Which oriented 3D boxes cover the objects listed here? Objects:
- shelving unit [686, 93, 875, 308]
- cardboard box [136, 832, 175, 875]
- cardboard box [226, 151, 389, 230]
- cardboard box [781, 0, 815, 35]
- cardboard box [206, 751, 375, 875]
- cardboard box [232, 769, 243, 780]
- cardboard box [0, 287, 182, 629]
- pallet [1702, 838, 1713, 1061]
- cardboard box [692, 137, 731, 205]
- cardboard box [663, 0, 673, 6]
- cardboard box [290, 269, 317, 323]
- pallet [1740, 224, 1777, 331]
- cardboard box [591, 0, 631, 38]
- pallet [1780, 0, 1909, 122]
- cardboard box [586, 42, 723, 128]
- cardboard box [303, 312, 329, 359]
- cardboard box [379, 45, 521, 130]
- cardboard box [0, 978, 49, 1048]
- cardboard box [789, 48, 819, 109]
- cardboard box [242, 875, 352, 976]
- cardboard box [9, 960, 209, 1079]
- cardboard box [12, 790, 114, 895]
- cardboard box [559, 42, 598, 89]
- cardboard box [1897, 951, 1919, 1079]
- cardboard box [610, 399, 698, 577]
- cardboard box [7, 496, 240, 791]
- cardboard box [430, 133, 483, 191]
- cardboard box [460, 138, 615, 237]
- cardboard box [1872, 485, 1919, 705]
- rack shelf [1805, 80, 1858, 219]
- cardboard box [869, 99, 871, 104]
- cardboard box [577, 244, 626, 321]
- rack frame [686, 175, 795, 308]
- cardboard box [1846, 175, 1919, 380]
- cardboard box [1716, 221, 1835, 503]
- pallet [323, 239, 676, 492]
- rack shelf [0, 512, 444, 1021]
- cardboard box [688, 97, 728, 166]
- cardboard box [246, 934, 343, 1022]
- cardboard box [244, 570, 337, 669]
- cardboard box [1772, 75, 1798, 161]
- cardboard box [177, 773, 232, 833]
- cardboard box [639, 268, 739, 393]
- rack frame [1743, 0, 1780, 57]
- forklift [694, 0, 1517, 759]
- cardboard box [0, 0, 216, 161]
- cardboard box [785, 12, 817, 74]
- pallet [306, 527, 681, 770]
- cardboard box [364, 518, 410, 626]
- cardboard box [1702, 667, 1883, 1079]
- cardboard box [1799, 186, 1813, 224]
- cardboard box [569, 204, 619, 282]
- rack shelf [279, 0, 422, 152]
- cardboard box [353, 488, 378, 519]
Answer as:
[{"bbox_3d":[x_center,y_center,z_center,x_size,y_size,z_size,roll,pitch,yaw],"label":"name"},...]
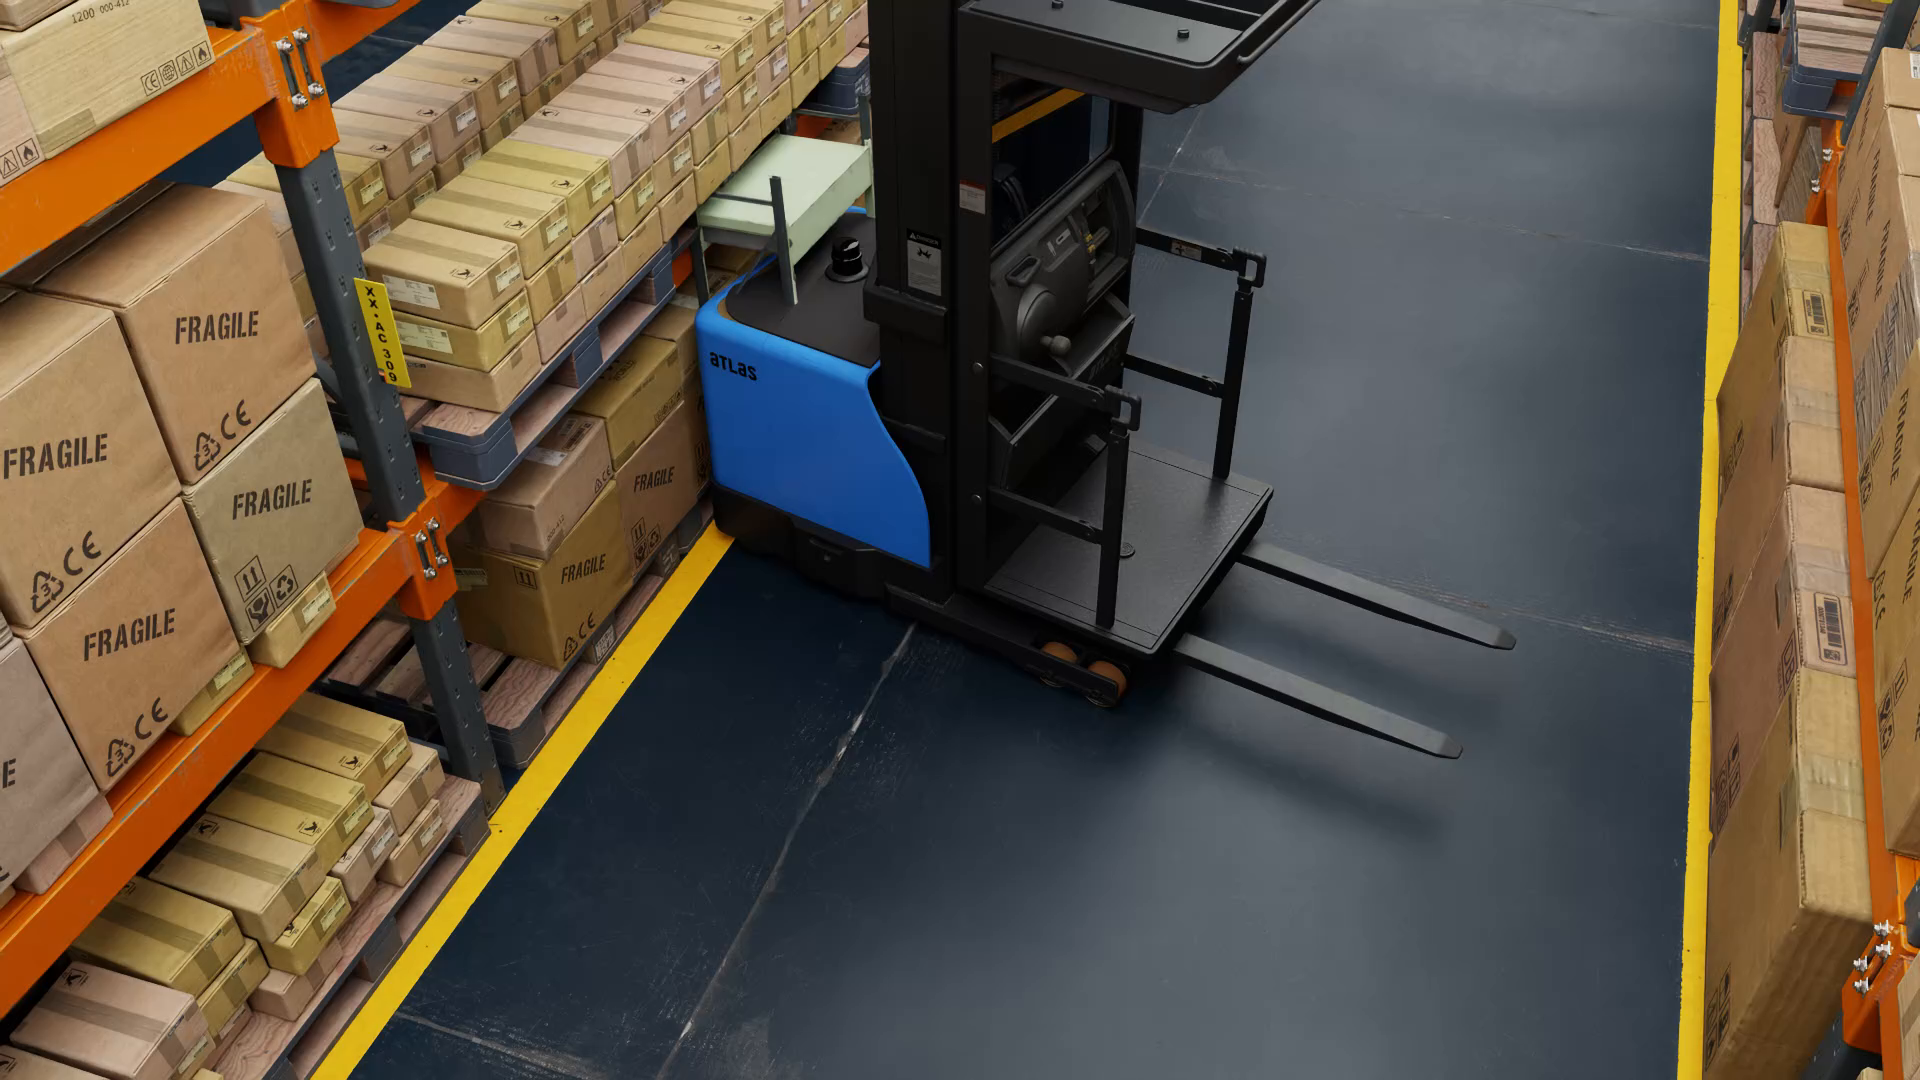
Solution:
[{"bbox_3d":[-0.645,-0.920,6.545,0.431,1.500,0.755,12,41,18],"label":"shelving unit"},{"bbox_3d":[-2.549,0.850,4.858,0.380,0.149,0.250,13,42,14],"label":"cardboard box"},{"bbox_3d":[-2.001,-1.076,5.111,0.380,0.149,0.250,12,42,14],"label":"cardboard box"},{"bbox_3d":[-0.769,-2.041,6.242,0.380,0.149,0.250,13,42,15],"label":"cardboard box"},{"bbox_3d":[-1.973,0.805,4.910,0.380,0.149,0.250,14,42,16],"label":"cardboard box"},{"bbox_3d":[-2.473,0.743,5.441,0.380,0.149,0.250,12,42,13],"label":"cardboard box"},{"bbox_3d":[-2.125,-0.201,3.598,0.500,0.500,0.500,12,42,14],"label":"cardboard box"},{"bbox_3d":[2.773,1.403,4.943,1.003,0.211,1.213,13,42,15],"label":"pallet"},{"bbox_3d":[-1.038,-1.333,5.871,0.380,0.149,0.250,13,42,14],"label":"cardboard box"},{"bbox_3d":[-1.297,-2.216,6.678,0.380,0.149,0.250,13,42,15],"label":"cardboard box"},{"bbox_3d":[-2.096,-0.797,5.014,0.380,0.149,0.250,15,43,16],"label":"cardboard box"},{"bbox_3d":[4.217,-1.026,7.790,1.003,0.211,1.213,13,42,15],"label":"pallet"},{"bbox_3d":[-1.466,-2.022,6.221,0.380,0.149,0.250,15,43,16],"label":"cardboard box"},{"bbox_3d":[4.092,-1.995,6.926,1.213,0.211,1.003,13,42,15],"label":"pallet"},{"bbox_3d":[-1.038,-1.550,5.668,0.380,0.149,0.250,15,43,17],"label":"cardboard box"},{"bbox_3d":[-2.096,-0.683,5.110,0.380,0.149,0.250,12,42,14],"label":"cardboard box"},{"bbox_3d":[-1.734,-1.542,5.658,0.380,0.149,0.250,12,42,14],"label":"cardboard box"},{"bbox_3d":[-2.734,1.286,4.575,0.380,0.149,0.250,15,43,17],"label":"cardboard box"},{"bbox_3d":[-0.769,-1.810,6.431,0.380,0.149,0.250,12,42,13],"label":"cardboard box"},{"bbox_3d":[-2.011,1.076,4.821,0.380,0.149,0.250,12,42,14],"label":"cardboard box"},{"bbox_3d":[-2.220,1.285,4.347,0.380,0.149,0.250,11,42,13],"label":"cardboard box"},{"bbox_3d":[-2.233,0.644,3.878,0.380,0.149,0.250,12,42,13],"label":"cardboard box"},{"bbox_3d":[-1.560,-1.749,6.129,0.380,0.149,0.250,15,43,17],"label":"cardboard box"},{"bbox_3d":[2.166,1.032,3.423,0.380,0.149,0.250,13,42,15],"label":"cardboard box"},{"bbox_3d":[-1.365,-0.257,6.342,0.500,0.500,0.500,15,43,17],"label":"cardboard box"},{"bbox_3d":[-2.125,0.190,3.910,0.500,0.500,0.500,12,42,14],"label":"cardboard box"},{"bbox_3d":[-1.830,-1.276,5.576,0.380,0.149,0.250,12,42,14],"label":"cardboard box"},{"bbox_3d":[-1.300,-1.089,5.127,0.380,0.149,0.250,14,42,15],"label":"cardboard box"},{"bbox_3d":[2.659,0.145,4.192,0.500,0.500,0.500,15,43,16],"label":"cardboard box"},{"bbox_3d":[4.632,-2.556,7.989,1.077,0.370,4.000,13,42,15],"label":"rack shelf"},{"bbox_3d":[-0.386,-2.428,8.695,1.050,0.750,0.750,13,42,14],"label":"cardboard box"},{"bbox_3d":[-1.301,-0.857,5.314,0.380,0.149,0.250,14,42,15],"label":"cardboard box"},{"bbox_3d":[-0.782,-0.705,6.282,0.400,1.500,0.023,12,41,18],"label":"rack frame"},{"bbox_3d":[3.180,-0.784,5.281,0.500,0.500,0.500,13,42,14],"label":"cardboard box"},{"bbox_3d":[3.692,-0.545,6.392,1.225,0.875,0.875,11,42,13],"label":"cardboard box"},{"bbox_3d":[-1.648,-0.694,5.400,1.003,0.211,1.213,13,42,15],"label":"pallet"},{"bbox_3d":[-2.730,1.161,3.633,1.077,0.370,4.000,13,42,15],"label":"rack shelf"},{"bbox_3d":[-1.035,-1.450,5.779,0.380,0.149,0.250,13,42,14],"label":"cardboard box"},{"bbox_3d":[-2.057,1.222,4.879,0.380,0.149,0.250,12,42,14],"label":"cardboard box"},{"bbox_3d":[-1.910,0.170,4.433,0.380,0.149,0.250,12,42,14],"label":"cardboard box"},{"bbox_3d":[4.714,-2.269,8.685,0.700,0.500,0.500,10,41,11],"label":"cardboard box"},{"bbox_3d":[-2.473,0.803,5.142,0.380,0.149,0.250,14,42,15],"label":"cardboard box"},{"bbox_3d":[-1.187,-0.855,6.465,0.500,0.250,0.500,15,43,17],"label":"cardboard box"},{"bbox_3d":[5.316,-4.050,9.186,1.000,3.000,0.127,13,42,15],"label":"rack frame"},{"bbox_3d":[0.536,-0.906,5.554,3.031,2.935,1.130,21,45,23],"label":"forklift"},{"bbox_3d":[-1.960,-1.058,3.483,0.500,0.250,0.500,14,42,16],"label":"cardboard box"},{"bbox_3d":[-0.770,-1.920,6.330,0.380,0.149,0.250,13,42,15],"label":"cardboard box"},{"bbox_3d":[-1.781,0.253,6.291,1.003,0.211,1.213,13,42,15],"label":"pallet"},{"bbox_3d":[-2.030,-0.049,6.099,0.500,0.500,0.500,13,42,14],"label":"cardboard box"},{"bbox_3d":[2.780,1.083,4.483,1.225,0.875,0.875,13,42,15],"label":"cardboard box"},{"bbox_3d":[4.158,-1.240,7.479,0.700,0.500,0.500,11,42,13],"label":"cardboard box"},{"bbox_3d":[-1.305,-0.965,5.210,0.380,0.149,0.250,14,42,16],"label":"cardboard box"},{"bbox_3d":[-1.362,-2.420,5.519,1.077,0.370,4.000,13,42,15],"label":"rack shelf"},{"bbox_3d":[-2.029,-0.337,5.859,0.500,0.250,0.500,12,42,14],"label":"cardboard box"}]
